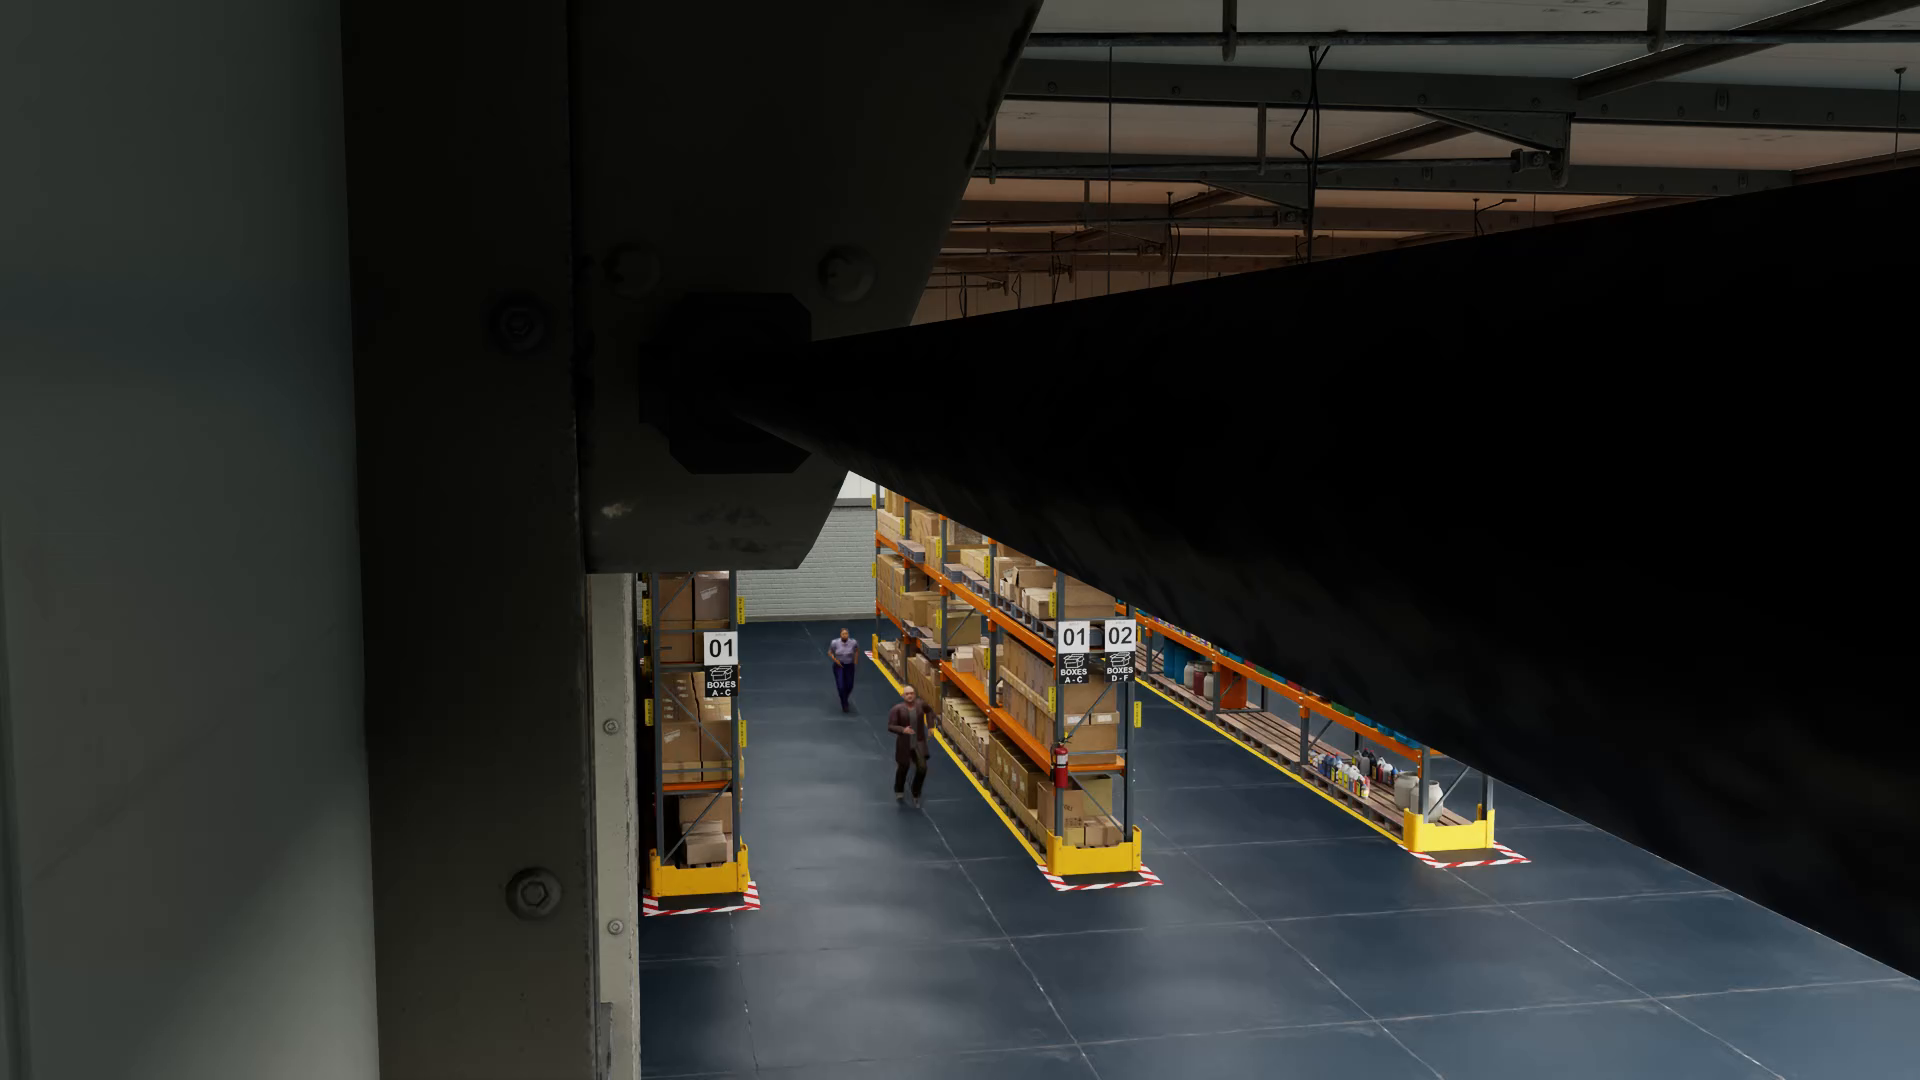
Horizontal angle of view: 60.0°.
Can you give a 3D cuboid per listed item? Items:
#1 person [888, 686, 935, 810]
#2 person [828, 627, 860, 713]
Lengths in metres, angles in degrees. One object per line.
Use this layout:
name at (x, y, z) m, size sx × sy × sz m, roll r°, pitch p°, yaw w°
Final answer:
person at (-0.698, 3.003, 24.035) m, size 0.726 × 1.760 × 0.948 m, roll -1°, pitch 6°, yaw -12°
person at (-2.157, 2.388, 30.897) m, size 0.591 × 1.601 × 0.714 m, roll -1°, pitch 6°, yaw -6°
